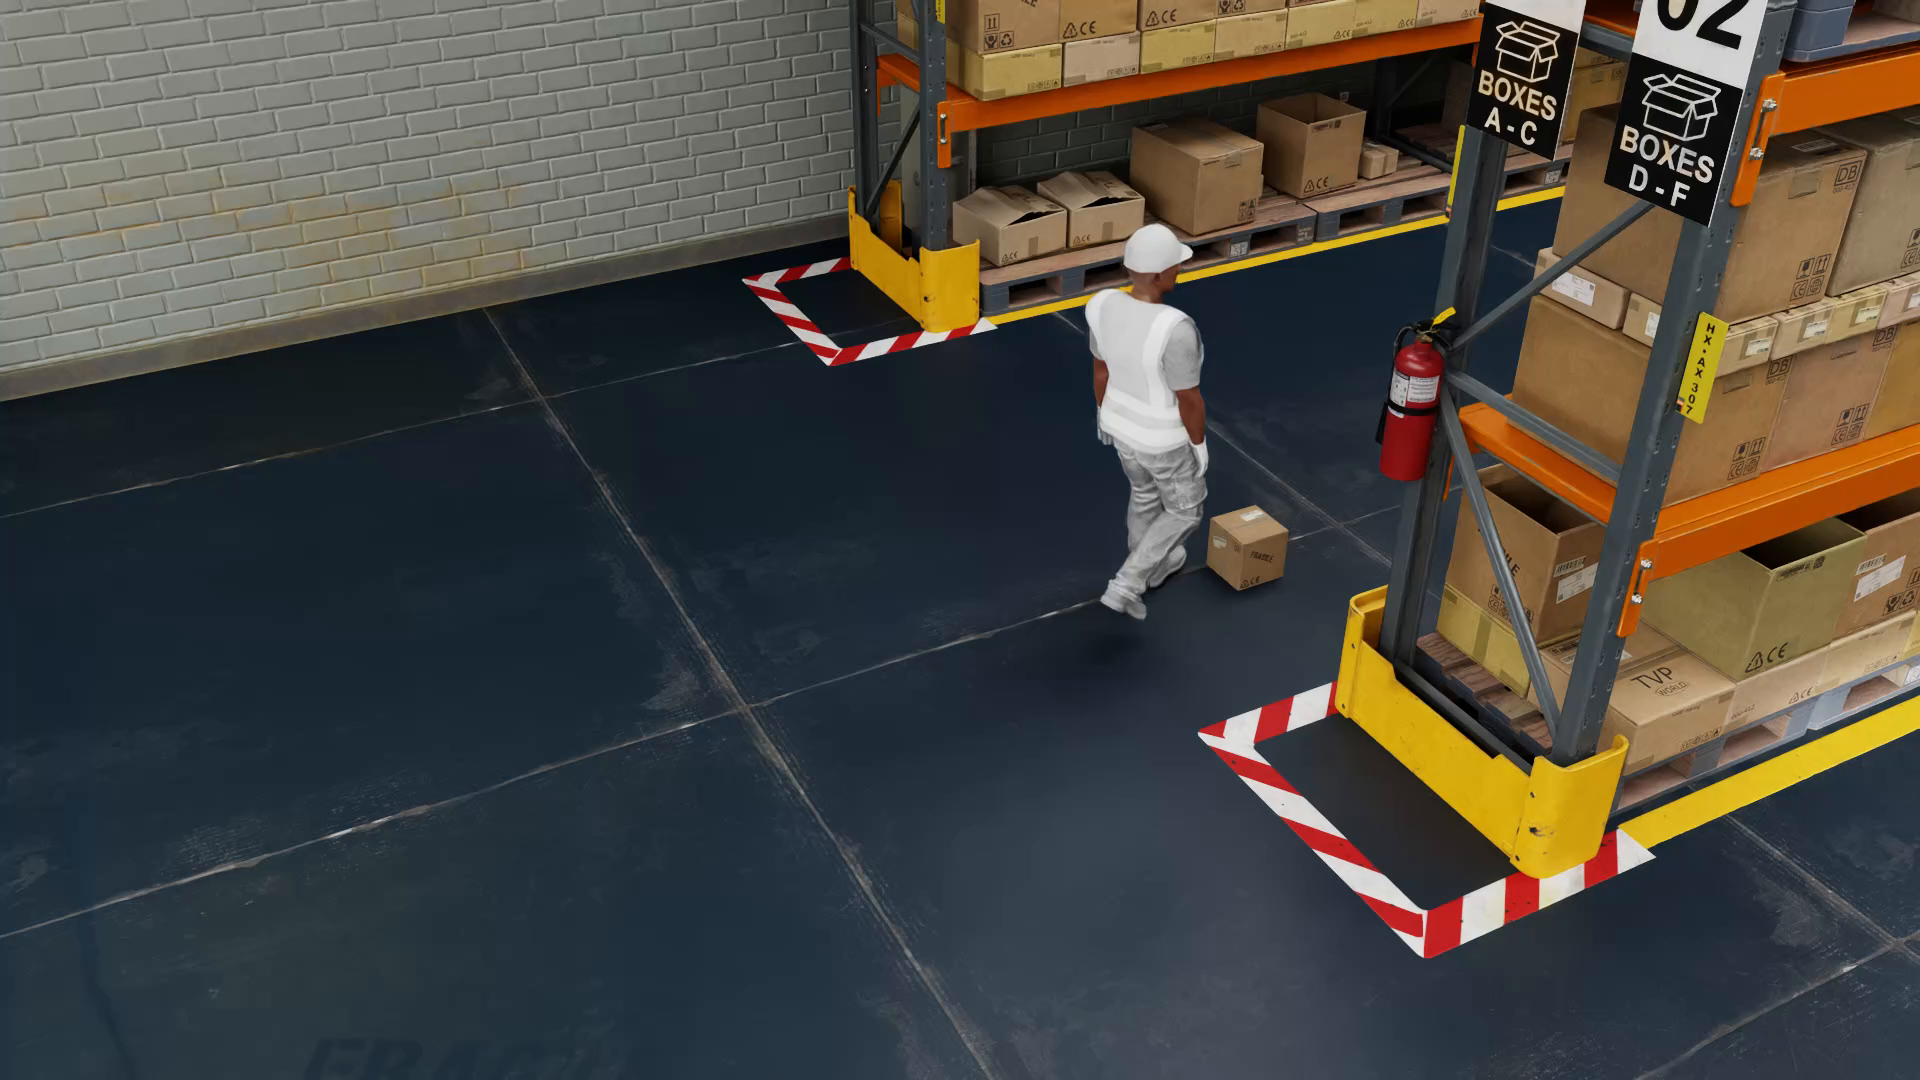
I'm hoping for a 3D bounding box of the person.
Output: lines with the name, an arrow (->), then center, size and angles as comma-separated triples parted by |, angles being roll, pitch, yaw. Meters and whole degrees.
person -> 0.802, -0.472, 6.849 | 0.779, 1.770, 0.584 | -25, 40, -33
